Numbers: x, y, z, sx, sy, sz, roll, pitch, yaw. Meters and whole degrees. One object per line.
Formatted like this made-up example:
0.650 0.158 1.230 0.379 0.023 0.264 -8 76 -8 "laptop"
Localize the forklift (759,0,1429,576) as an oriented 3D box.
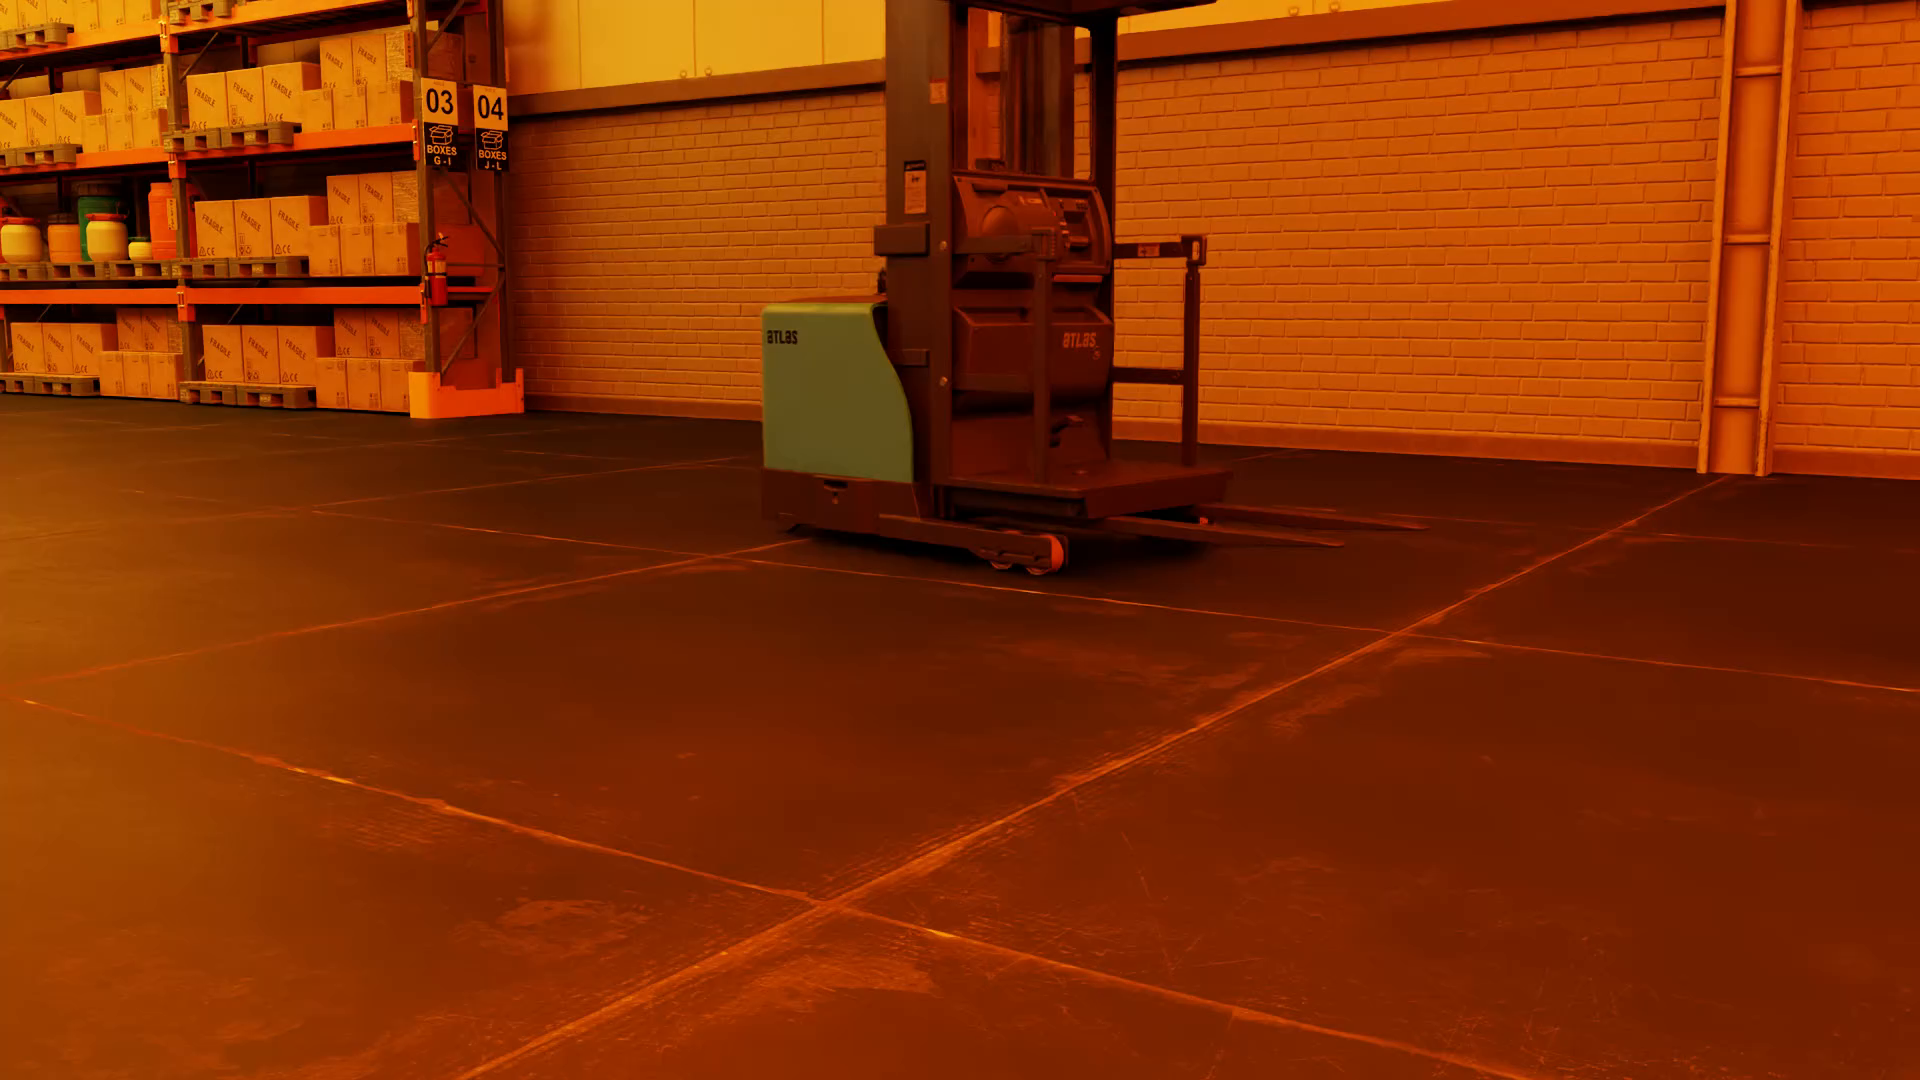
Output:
0.473 -1.391 6.977 3.031 2.935 1.130 8 11 43 "forklift"
